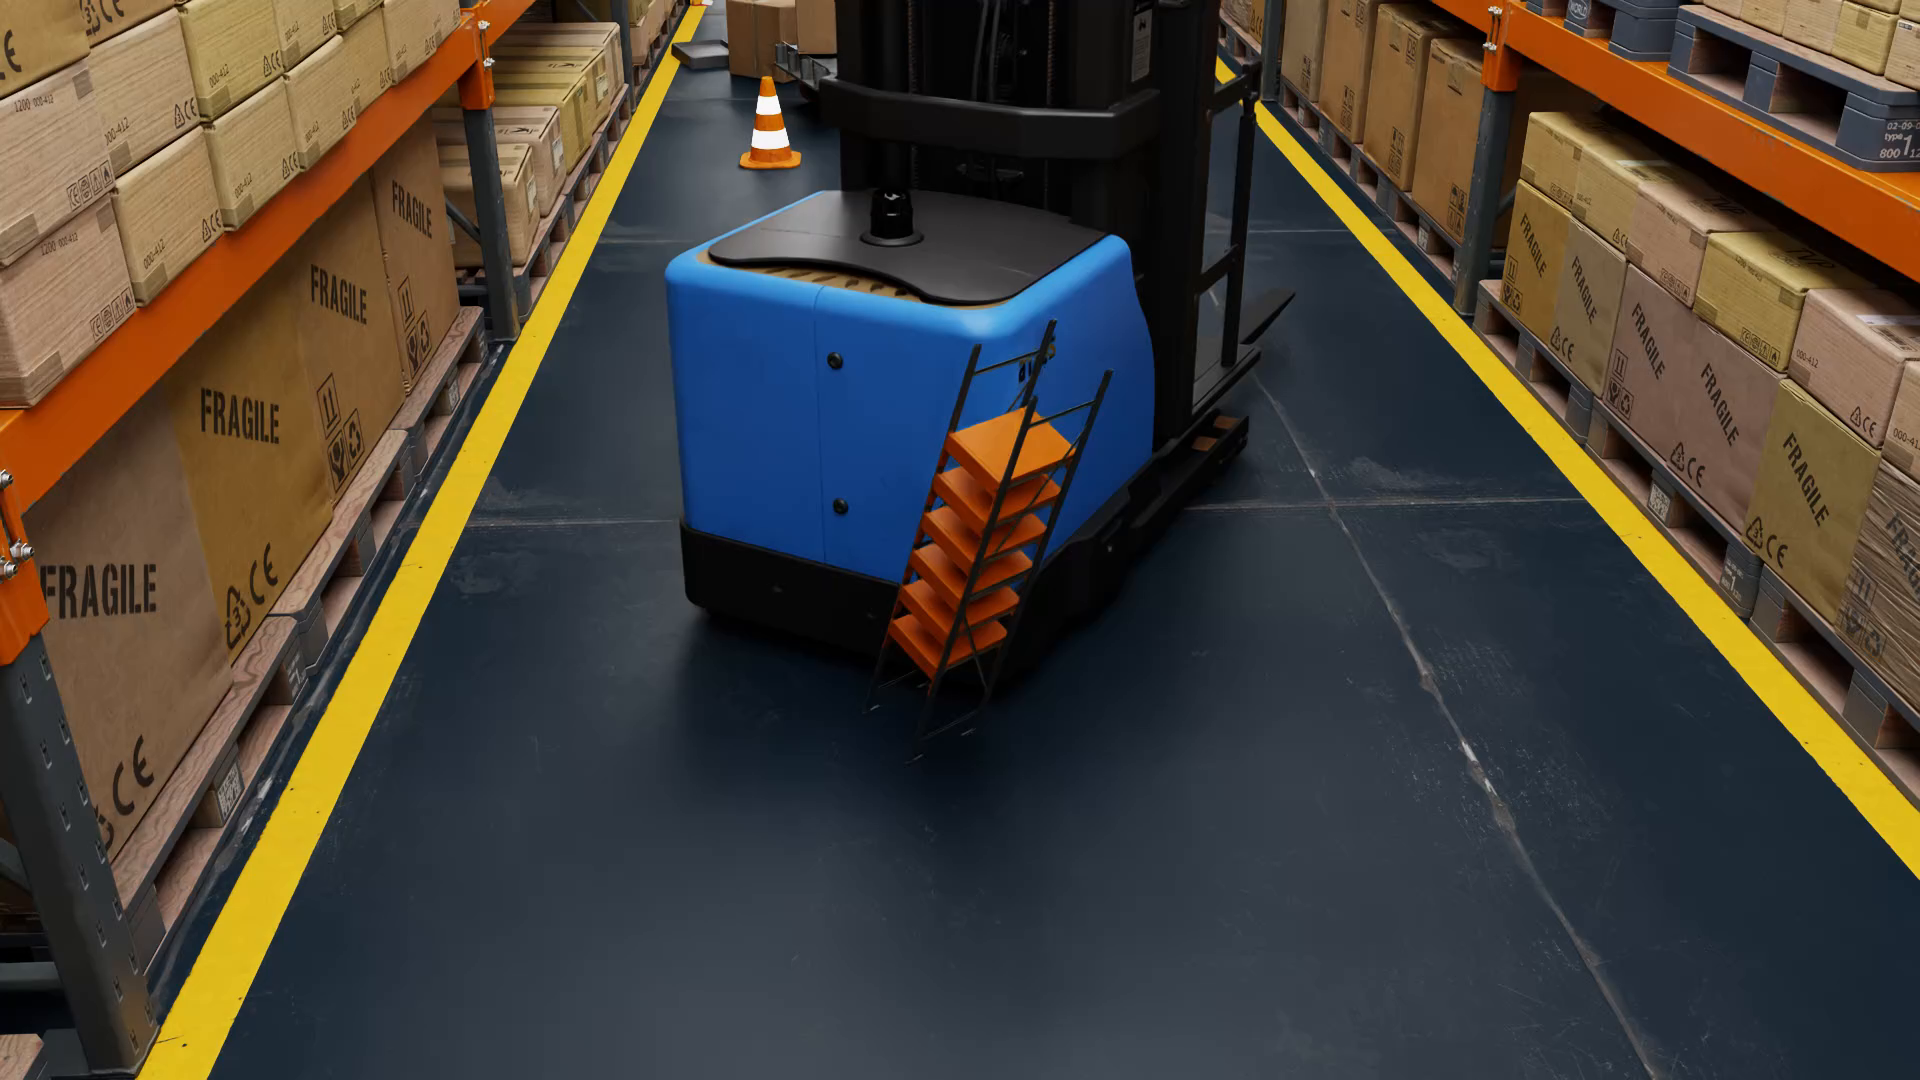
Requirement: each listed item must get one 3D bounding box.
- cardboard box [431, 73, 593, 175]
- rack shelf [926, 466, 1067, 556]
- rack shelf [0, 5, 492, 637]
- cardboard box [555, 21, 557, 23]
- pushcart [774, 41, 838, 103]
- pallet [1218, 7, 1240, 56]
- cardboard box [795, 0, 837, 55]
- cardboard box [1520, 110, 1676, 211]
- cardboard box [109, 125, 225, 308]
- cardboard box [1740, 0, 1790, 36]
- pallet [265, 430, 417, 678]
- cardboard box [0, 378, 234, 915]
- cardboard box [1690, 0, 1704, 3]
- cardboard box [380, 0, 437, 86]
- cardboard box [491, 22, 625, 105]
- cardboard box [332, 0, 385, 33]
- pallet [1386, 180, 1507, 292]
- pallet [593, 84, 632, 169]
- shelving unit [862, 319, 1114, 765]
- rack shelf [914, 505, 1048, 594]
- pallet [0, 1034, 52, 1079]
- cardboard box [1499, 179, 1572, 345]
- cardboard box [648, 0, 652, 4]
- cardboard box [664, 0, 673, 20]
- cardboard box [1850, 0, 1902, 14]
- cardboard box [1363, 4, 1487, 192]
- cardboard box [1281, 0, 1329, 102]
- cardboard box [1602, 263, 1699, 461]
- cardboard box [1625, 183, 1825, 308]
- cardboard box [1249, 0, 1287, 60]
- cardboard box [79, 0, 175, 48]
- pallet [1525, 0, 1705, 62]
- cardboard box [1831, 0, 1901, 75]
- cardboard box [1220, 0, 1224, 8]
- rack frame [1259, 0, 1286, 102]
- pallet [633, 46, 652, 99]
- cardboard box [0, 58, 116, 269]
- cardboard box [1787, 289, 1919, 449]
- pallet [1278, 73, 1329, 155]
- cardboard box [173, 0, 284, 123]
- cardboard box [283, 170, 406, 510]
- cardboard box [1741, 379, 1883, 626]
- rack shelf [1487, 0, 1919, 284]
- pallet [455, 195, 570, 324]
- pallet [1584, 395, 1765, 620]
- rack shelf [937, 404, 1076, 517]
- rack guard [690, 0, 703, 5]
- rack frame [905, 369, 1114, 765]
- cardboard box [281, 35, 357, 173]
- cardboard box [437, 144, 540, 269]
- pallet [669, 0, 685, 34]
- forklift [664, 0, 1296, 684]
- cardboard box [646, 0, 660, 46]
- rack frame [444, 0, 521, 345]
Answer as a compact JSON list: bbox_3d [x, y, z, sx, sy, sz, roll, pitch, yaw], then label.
[{"bbox_3d":[-2.414,-2.119,8.457,0.950,0.372,0.625,0,28,-1],"label":"cardboard box"},{"bbox_3d":[0.082,-0.095,3.746,0.258,0.103,0.180,-23,56,-36],"label":"rack shelf"},{"bbox_3d":[-2.210,-0.903,4.516,1.077,0.370,4.000,-1,28,-3],"label":"rack shelf"},{"bbox_3d":[-2.823,-3.227,10.712,0.500,0.250,0.500,0,28,0],"label":"cardboard box"},{"bbox_3d":[-0.249,-2.908,10.418,1.648,0.377,0.936,-11,30,-20],"label":"pushcart"},{"bbox_3d":[2.386,-3.841,12.386,1.003,0.211,1.213,-1,28,-3],"label":"pallet"},{"bbox_3d":[-0.747,-3.277,10.174,0.500,0.500,0.500,-1,28,-3],"label":"cardboard box"},{"bbox_3d":[2.418,-1.398,6.125,0.500,0.250,0.500,-3,28,-5],"label":"cardboard box"},{"bbox_3d":[-1.893,-0.681,3.473,0.500,0.250,0.500,-2,28,-4],"label":"cardboard box"},{"bbox_3d":[2.517,-1.563,4.821,0.380,0.149,0.250,-1,28,-2],"label":"cardboard box"},{"bbox_3d":[-2.288,0.019,4.986,1.003,0.211,1.213,-1,28,-3],"label":"pallet"},{"bbox_3d":[-2.218,0.173,3.518,0.875,0.875,0.875,-1,28,-1],"label":"cardboard box"},{"bbox_3d":[2.489,-1.802,5.279,0.380,0.149,0.250,0,28,0],"label":"cardboard box"},{"bbox_3d":[-1.986,-1.616,5.268,0.500,0.250,0.500,-1,28,-2],"label":"cardboard box"},{"bbox_3d":[-2.493,-2.772,9.709,0.950,0.372,0.625,-1,28,-2],"label":"cardboard box"},{"bbox_3d":[-1.958,-1.611,4.716,0.500,0.250,0.500,-2,28,-4],"label":"cardboard box"},{"bbox_3d":[2.658,-1.441,7.786,1.003,0.211,1.213,-1,28,-3],"label":"pallet"},{"bbox_3d":[-2.481,-2.397,9.618,1.003,0.211,1.213,-1,28,-3],"label":"pallet"},{"bbox_3d":[0.036,0.043,3.877,0.258,1.200,0.189,-23,56,-36],"label":"shelving unit"},{"bbox_3d":[0.054,-0.010,3.826,0.258,0.103,0.180,-23,56,-36],"label":"rack shelf"},{"bbox_3d":[-2.144,1.291,2.547,1.003,0.211,1.213,-1,28,-3],"label":"pallet"},{"bbox_3d":[2.406,-1.057,6.282,0.500,0.500,0.500,-3,28,-5],"label":"cardboard box"},{"bbox_3d":[-2.324,-3.818,11.036,0.500,0.500,0.500,0,28,-1],"label":"cardboard box"},{"bbox_3d":[-2.369,-3.960,12.117,0.500,0.250,0.500,-2,28,-4],"label":"cardboard box"},{"bbox_3d":[2.542,-1.459,4.300,0.380,0.149,0.250,-1,28,-2],"label":"cardboard box"},{"bbox_3d":[2.633,-2.188,8.180,1.050,0.750,0.750,-1,28,-2],"label":"cardboard box"},{"bbox_3d":[2.537,-3.063,9.859,1.050,0.750,0.750,-2,28,-3],"label":"cardboard box"},{"bbox_3d":[2.467,-0.588,5.383,0.500,0.500,0.500,-2,28,-4],"label":"cardboard box"},{"bbox_3d":[2.457,-0.935,5.237,0.500,0.250,0.500,-1,28,-2],"label":"cardboard box"},{"bbox_3d":[2.452,-3.695,10.935,0.875,0.875,0.875,-1,28,-2],"label":"cardboard box"},{"bbox_3d":[-1.896,-1.231,3.176,0.500,0.500,0.500,-2,28,-3],"label":"cardboard box"},{"bbox_3d":[2.767,-1.900,5.857,1.213,0.211,1.003,-1,28,-3],"label":"pallet"},{"bbox_3d":[2.543,-1.320,4.354,0.380,0.149,0.250,0,28,0],"label":"cardboard box"},{"bbox_3d":[2.355,-4.533,12.540,0.875,0.875,0.875,-2,28,-3],"label":"cardboard box"},{"bbox_3d":[2.415,-4.159,9.981,1.000,3.000,0.127,-1,28,-3],"label":"rack frame"},{"bbox_3d":[-2.594,-3.066,10.900,1.003,0.211,1.213,-1,28,-3],"label":"pallet"},{"bbox_3d":[-1.847,-0.664,2.900,0.500,0.250,0.500,-2,28,-4],"label":"cardboard box"},{"bbox_3d":[2.528,-0.451,4.308,0.500,0.250,0.500,0,28,0],"label":"cardboard box"},{"bbox_3d":[2.530,-2.568,9.946,1.003,0.211,1.213,-1,28,-3],"label":"pallet"},{"bbox_3d":[-1.902,-1.137,3.809,0.500,0.250,0.500,-1,28,-2],"label":"cardboard box"},{"bbox_3d":[-2.319,-0.657,5.109,0.875,0.875,0.875,-1,28,-2],"label":"cardboard box"},{"bbox_3d":[2.516,-0.115,4.476,0.500,0.500,0.500,-2,28,-4],"label":"cardboard box"},{"bbox_3d":[2.728,-1.069,4.835,1.077,0.370,4.000,-1,28,-3],"label":"rack shelf"},{"bbox_3d":[-2.354,-1.270,7.457,1.003,0.211,1.213,-1,28,-3],"label":"pallet"},{"bbox_3d":[2.724,-0.153,5.314,1.003,0.211,1.213,-1,28,-3],"label":"pallet"},{"bbox_3d":[0.110,-0.180,3.666,0.258,0.103,0.180,-23,56,-36],"label":"rack shelf"},{"bbox_3d":[-2.728,-4.697,13.715,1.175,0.500,0.348,-1,28,-3],"label":"rack guard"},{"bbox_3d":[0.093,0.101,3.835,0.240,1.200,0.006,-23,56,-36],"label":"rack frame"},{"bbox_3d":[-1.921,-1.149,4.371,0.500,0.250,0.500,-2,28,-3],"label":"cardboard box"},{"bbox_3d":[-2.334,-1.428,7.132,0.950,0.372,0.625,-3,28,-6],"label":"cardboard box"},{"bbox_3d":[-2.721,-4.193,13.061,1.003,0.211,1.213,-1,28,-3],"label":"pallet"},{"bbox_3d":[0.346,-1.571,5.093,1.130,2.935,3.031,14,31,25],"label":"forklift"},{"bbox_3d":[-2.324,-3.485,11.208,0.500,0.250,0.500,0,28,0],"label":"cardboard box"},{"bbox_3d":[-2.314,-2.146,6.120,1.000,3.000,0.127,-1,28,-3],"label":"rack frame"}]
